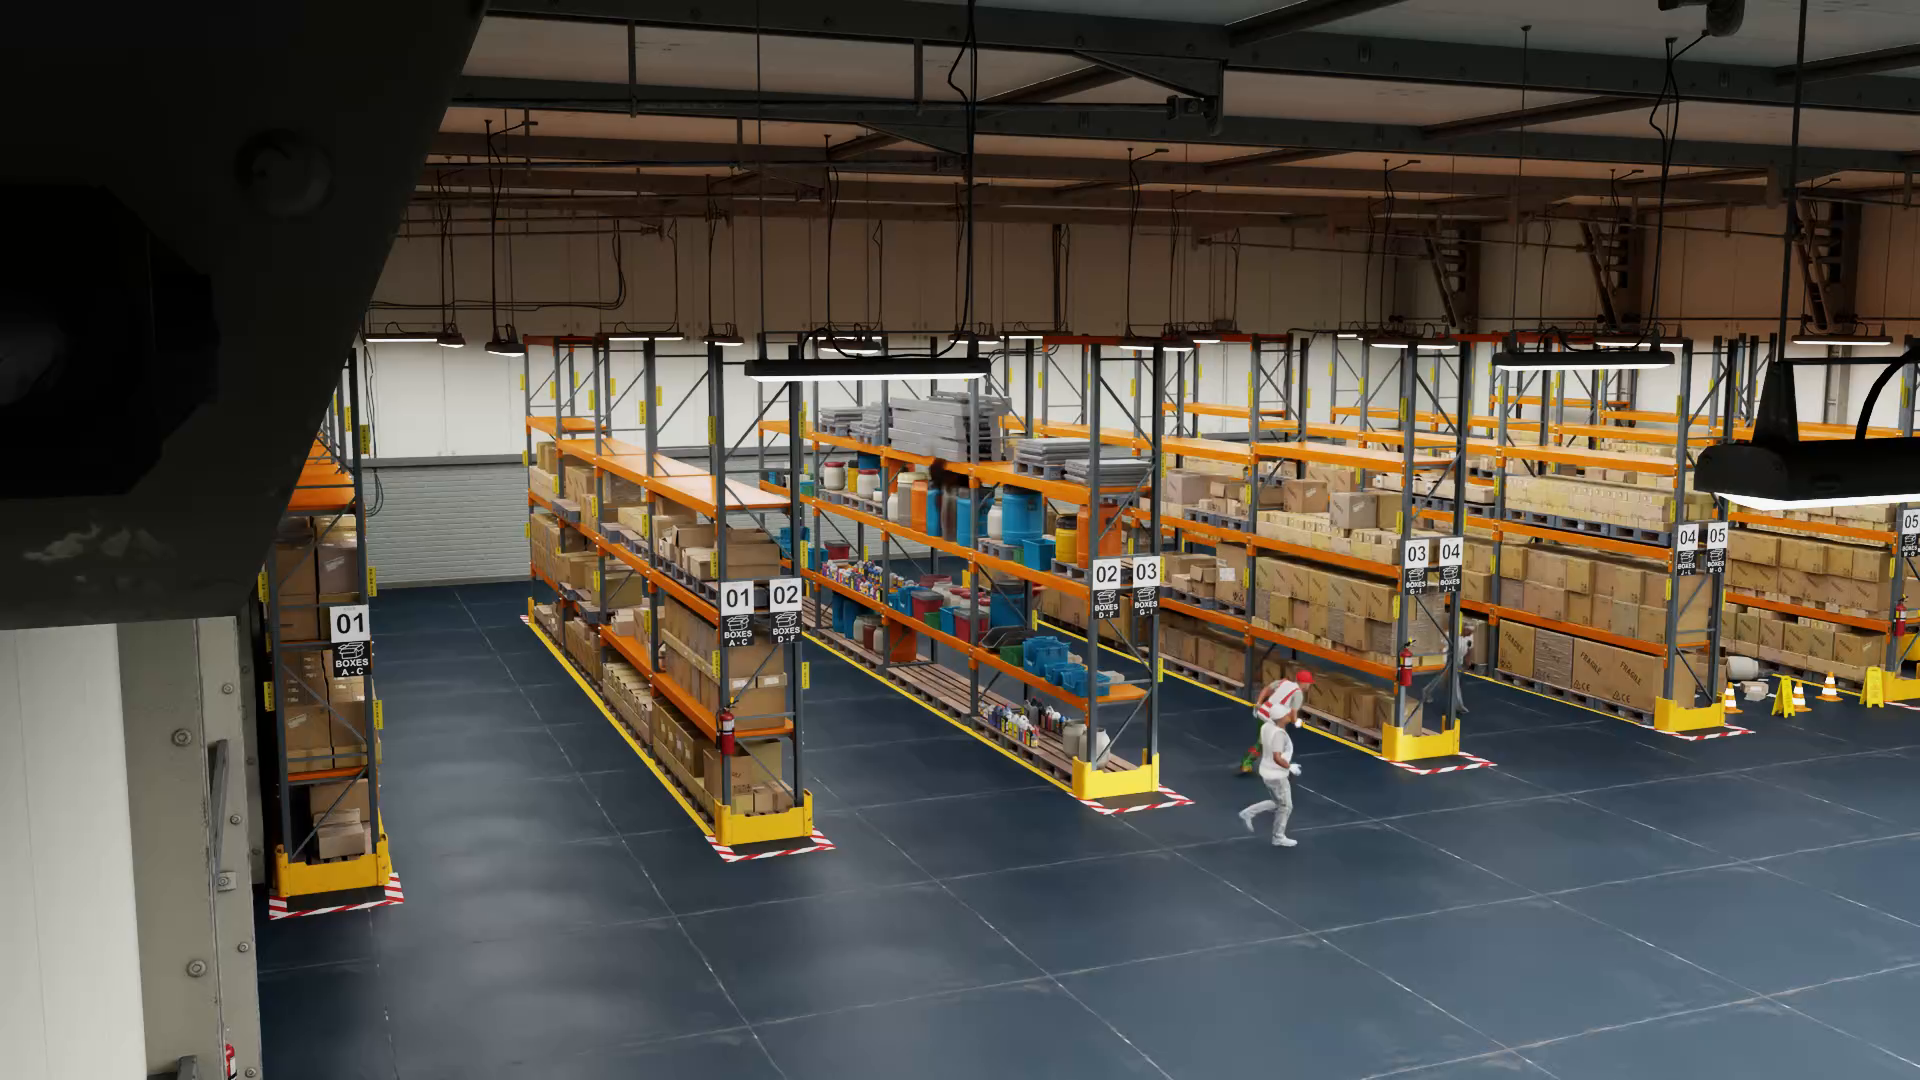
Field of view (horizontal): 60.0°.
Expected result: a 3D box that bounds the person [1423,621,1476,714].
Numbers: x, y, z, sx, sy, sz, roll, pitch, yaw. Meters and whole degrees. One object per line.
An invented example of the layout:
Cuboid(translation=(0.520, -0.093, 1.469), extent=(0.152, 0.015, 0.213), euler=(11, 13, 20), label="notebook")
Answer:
Cuboid(translation=(7.934, 1.991, 27.033), extent=(0.585, 1.505, 1.045), euler=(-3, 8, -23), label="person")

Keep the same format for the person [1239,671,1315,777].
Cuboid(translation=(4.399, 2.547, 22.994), extent=(0.979, 1.503, 0.685), euler=(-3, 8, -24), label="person")

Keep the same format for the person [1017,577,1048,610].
Cuboid(translation=(1.363, 1.145, 32.844), extent=(0.807, 1.640, 0.723), euler=(1, 8, 11), label="person")

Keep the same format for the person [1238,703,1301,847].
Cuboid(translation=(3.758, 2.830, 19.958), extent=(0.641, 1.758, 0.682), euler=(0, 8, -2), label="person")
